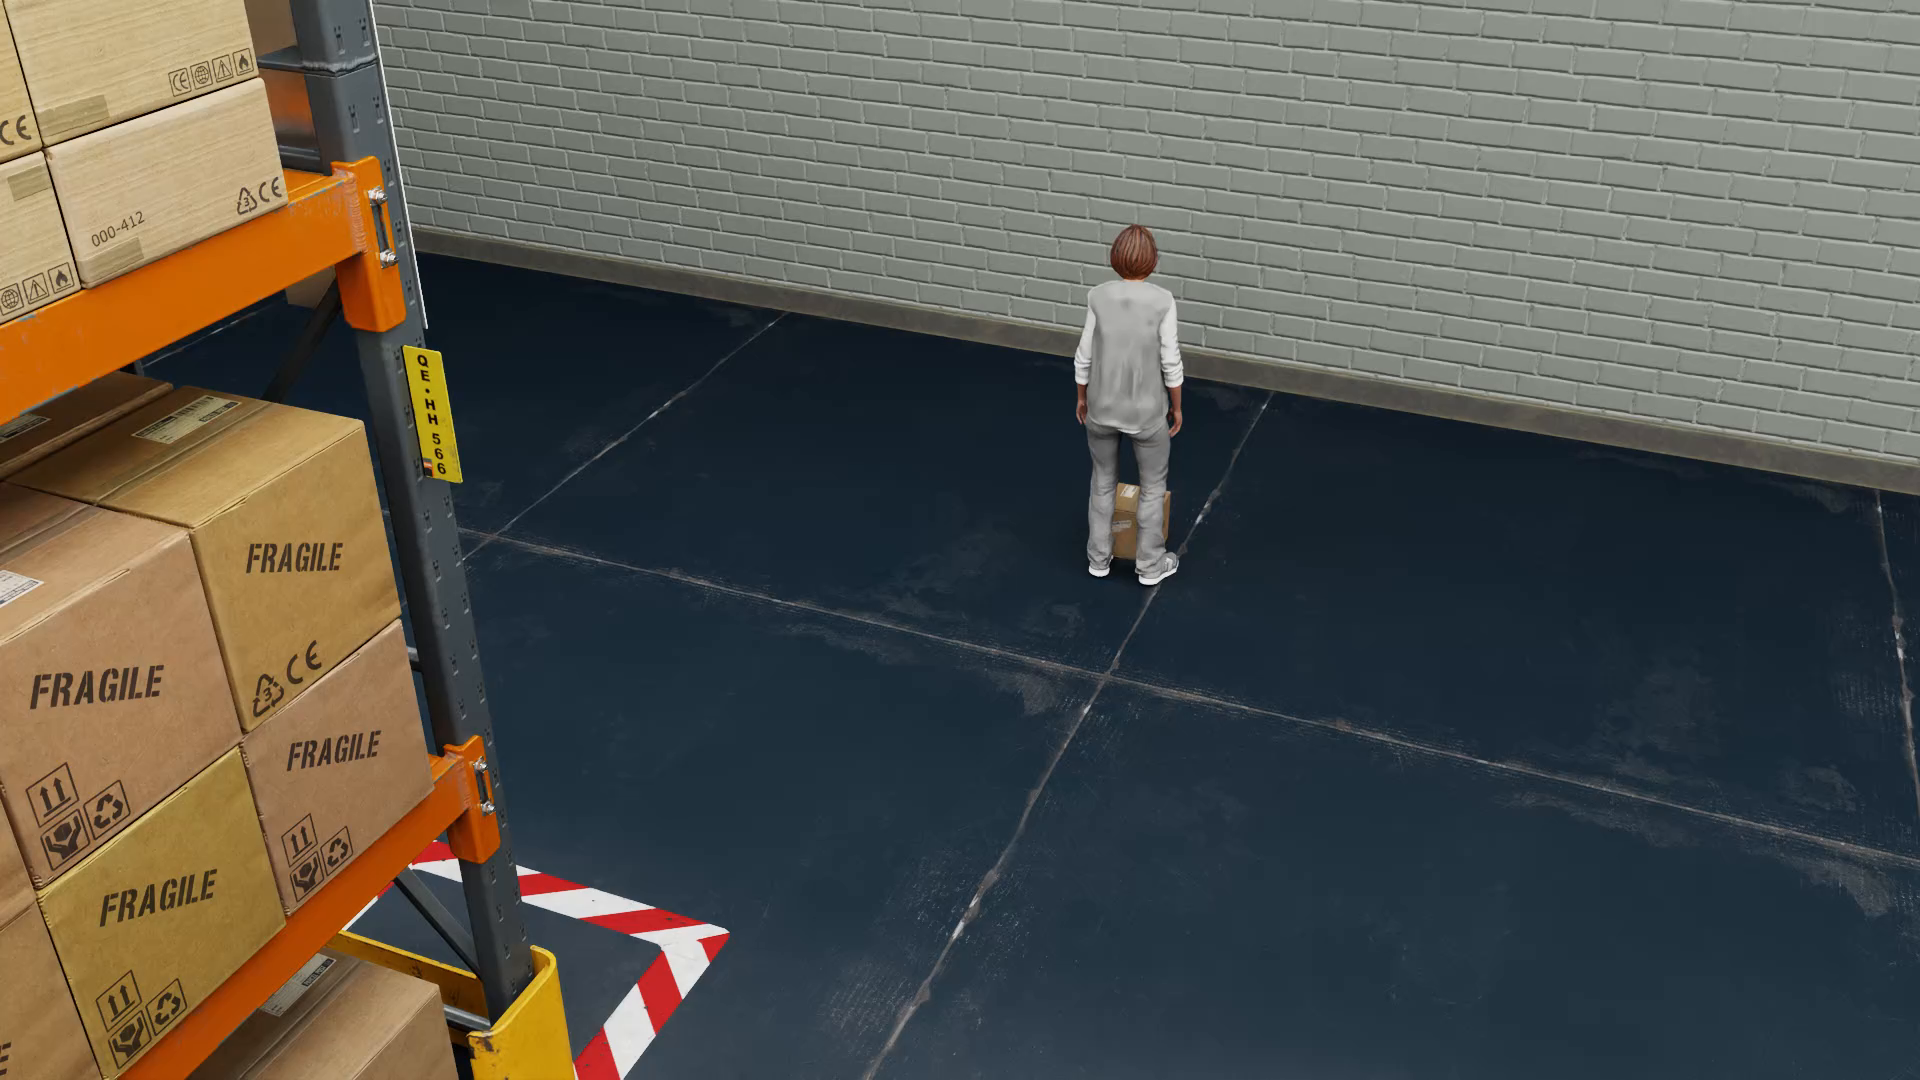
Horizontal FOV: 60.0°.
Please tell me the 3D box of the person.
[{"bbox_3d":[0.721,-0.550,7.090,0.485,1.593,0.342,10,31,16],"label":"person"}]
